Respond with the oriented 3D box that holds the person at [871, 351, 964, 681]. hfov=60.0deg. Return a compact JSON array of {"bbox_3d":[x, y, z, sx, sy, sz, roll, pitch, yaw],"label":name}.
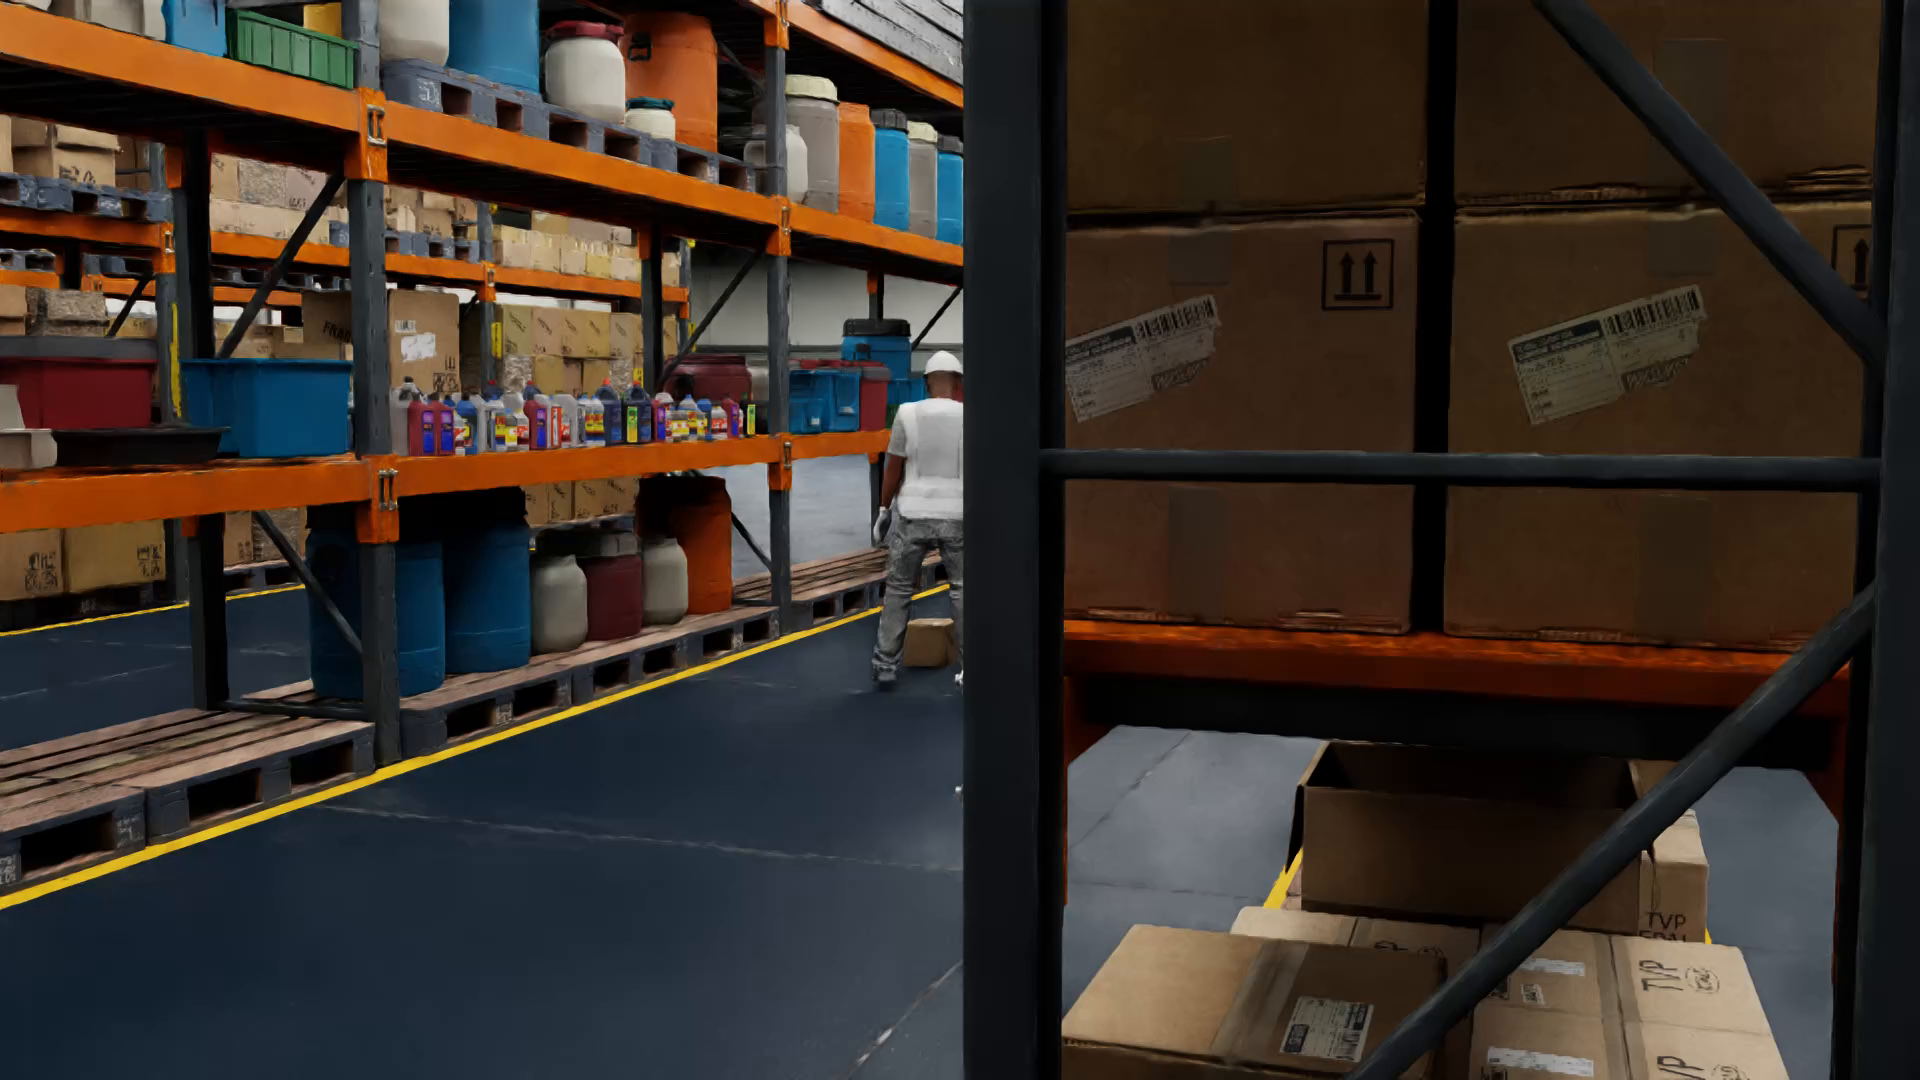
[{"bbox_3d":[-0.140,-0.111,8.827,0.687,1.776,0.455,0,5,-1],"label":"person"}]
